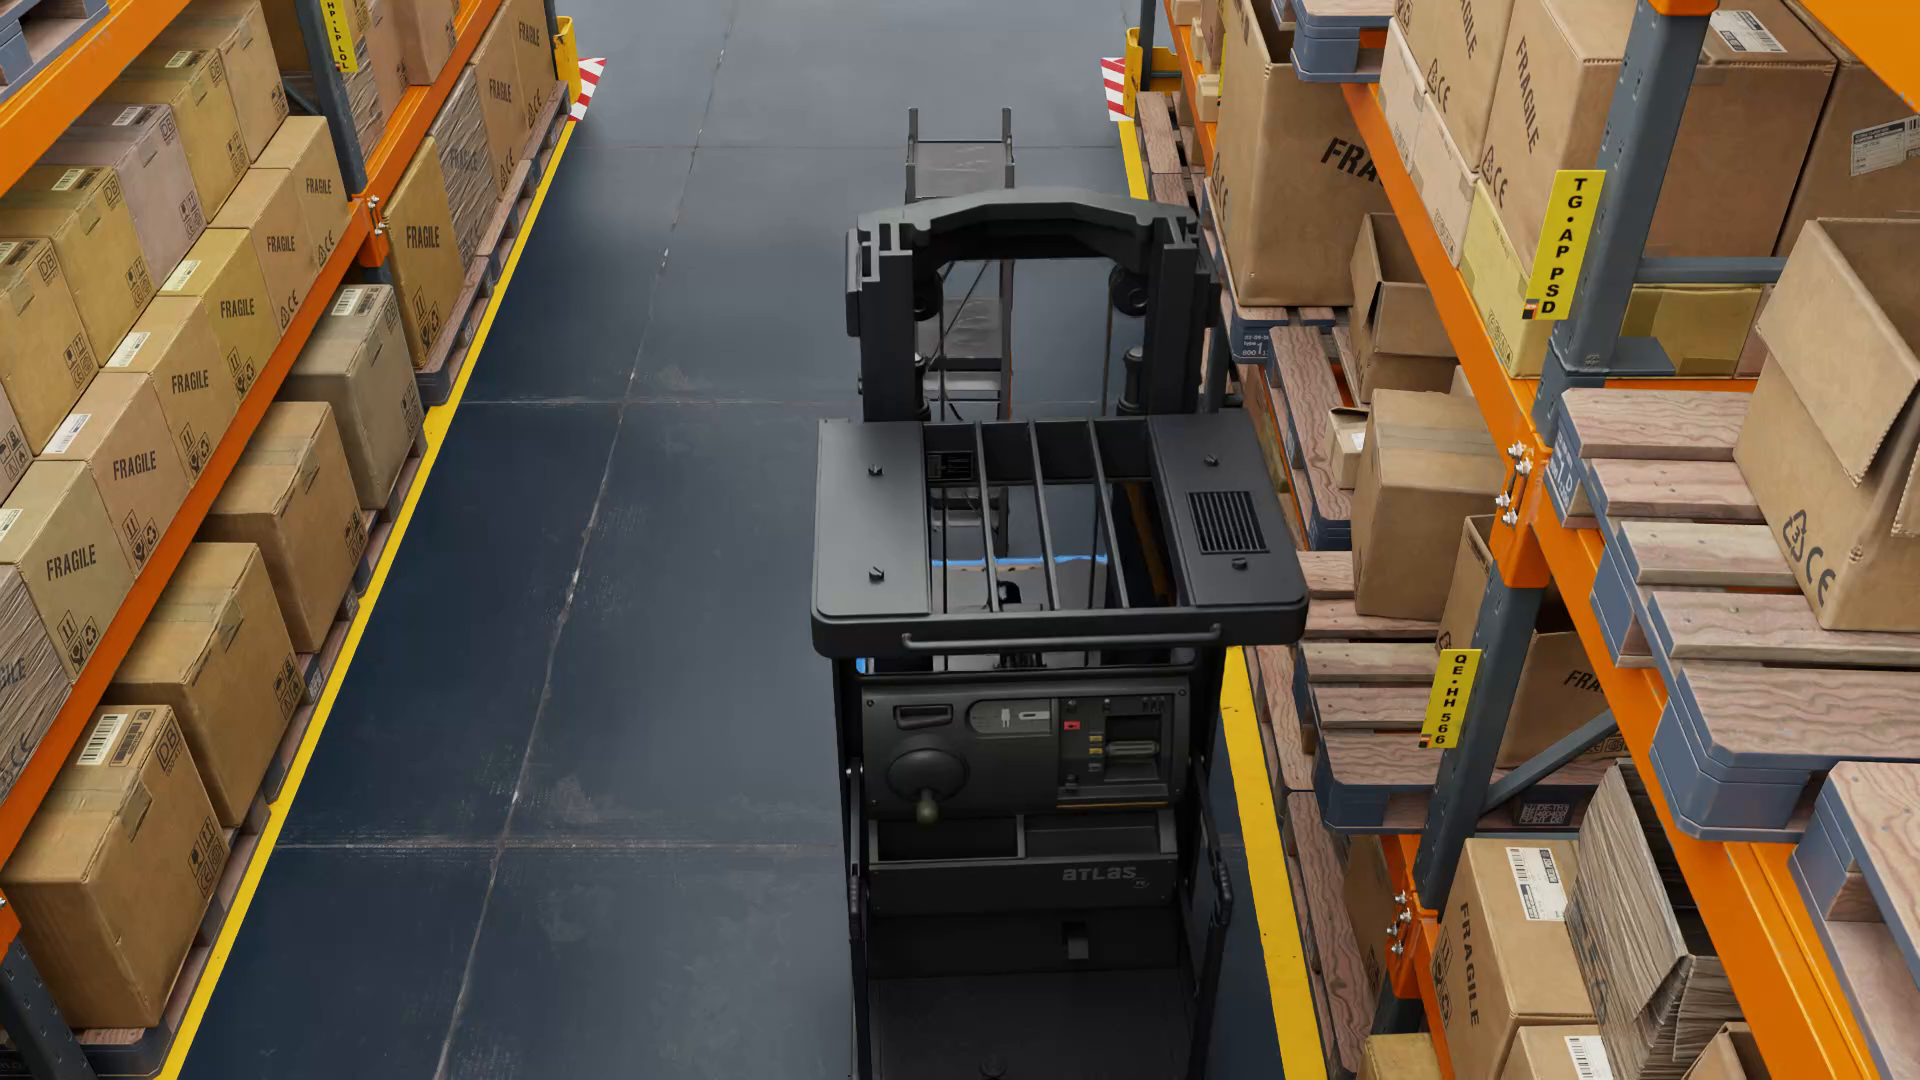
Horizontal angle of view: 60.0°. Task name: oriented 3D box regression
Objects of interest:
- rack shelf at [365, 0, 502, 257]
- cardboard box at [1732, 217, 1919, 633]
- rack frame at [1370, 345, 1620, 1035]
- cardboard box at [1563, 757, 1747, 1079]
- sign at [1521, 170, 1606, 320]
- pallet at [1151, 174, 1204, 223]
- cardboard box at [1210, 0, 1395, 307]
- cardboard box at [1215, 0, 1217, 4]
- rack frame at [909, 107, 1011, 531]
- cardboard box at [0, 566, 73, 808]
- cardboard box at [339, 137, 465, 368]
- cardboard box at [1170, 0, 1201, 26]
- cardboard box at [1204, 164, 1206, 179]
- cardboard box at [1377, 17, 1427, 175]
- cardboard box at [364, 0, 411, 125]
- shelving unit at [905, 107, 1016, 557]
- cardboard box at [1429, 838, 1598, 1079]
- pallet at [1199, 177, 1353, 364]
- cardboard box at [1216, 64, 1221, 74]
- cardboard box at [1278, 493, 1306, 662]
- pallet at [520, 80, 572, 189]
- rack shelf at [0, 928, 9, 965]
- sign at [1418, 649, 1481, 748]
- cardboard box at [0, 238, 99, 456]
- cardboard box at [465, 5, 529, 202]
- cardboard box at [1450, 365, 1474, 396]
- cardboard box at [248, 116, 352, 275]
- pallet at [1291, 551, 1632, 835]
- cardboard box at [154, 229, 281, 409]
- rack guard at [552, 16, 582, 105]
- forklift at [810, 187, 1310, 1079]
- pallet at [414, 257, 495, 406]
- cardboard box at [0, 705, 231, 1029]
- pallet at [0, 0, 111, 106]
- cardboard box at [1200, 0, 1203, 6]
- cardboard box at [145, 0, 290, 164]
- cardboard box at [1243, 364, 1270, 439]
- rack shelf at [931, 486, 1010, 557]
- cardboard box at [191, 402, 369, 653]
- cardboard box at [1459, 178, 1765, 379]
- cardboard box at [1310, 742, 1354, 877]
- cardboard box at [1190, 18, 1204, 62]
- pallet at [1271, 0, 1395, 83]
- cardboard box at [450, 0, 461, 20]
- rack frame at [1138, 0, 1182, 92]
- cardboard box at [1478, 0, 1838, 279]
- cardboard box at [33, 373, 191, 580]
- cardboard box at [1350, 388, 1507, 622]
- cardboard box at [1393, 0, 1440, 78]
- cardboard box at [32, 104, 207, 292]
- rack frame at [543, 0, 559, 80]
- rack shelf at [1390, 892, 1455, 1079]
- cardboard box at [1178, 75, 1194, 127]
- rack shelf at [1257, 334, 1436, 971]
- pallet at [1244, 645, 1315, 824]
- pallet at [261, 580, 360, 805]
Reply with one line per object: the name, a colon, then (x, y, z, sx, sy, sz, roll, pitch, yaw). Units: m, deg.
rack shelf: (-3.243, -2.731, 9.334, 1.077, 0.370, 4.000, 0, 39, 0)
cardboard box: (1.797, -0.193, 2.775, 0.797, 0.503, 0.637, 2, 39, 3)
rack frame: (1.724, 0.800, 4.353, 1.000, 3.000, 0.127, 0, 39, 0)
cardboard box: (1.709, 0.827, 3.437, 0.797, 0.503, 0.637, 1, 39, 1)
sign: (1.182, -0.573, 3.254, 0.100, 0.325, 0.005, 0, 39, 0)
pallet: (1.679, -1.798, 9.825, 1.003, 0.211, 1.213, 0, 39, 0)
cardboard box: (1.581, -1.602, 6.535, 1.000, 1.000, 1.000, 0, 39, 0)
cardboard box: (1.442, -2.840, 7.778, 0.500, 0.500, 0.500, 0, 39, 0)
rack frame: (0.000, -0.868, 7.155, 0.400, 2.100, 0.015, 0, 39, 0)
cardboard box: (-2.966, 0.420, 4.747, 0.500, 0.500, 0.500, 0, 39, 0)
cardboard box: (-3.171, -1.489, 8.573, 0.875, 0.875, 0.875, 1, 39, 1)
cardboard box: (1.382, -2.988, 9.281, 0.380, 0.149, 0.250, 0, 39, 0)
cardboard box: (1.716, -2.235, 9.804, 0.500, 0.500, 0.500, 3, 39, 4)
cardboard box: (1.467, -1.233, 4.612, 0.500, 0.250, 0.500, 1, 39, 1)
cardboard box: (-3.276, -2.394, 8.219, 0.875, 0.550, 0.550, 0, 39, 0)
shelving unit: (0.000, -0.716, 6.964, 0.431, 2.100, 0.503, 0, 39, 0)
cardboard box: (1.453, 1.065, 3.942, 0.500, 0.500, 0.500, 1, 39, 1)
pallet: (1.575, -1.148, 6.938, 1.003, 0.211, 1.213, 0, 39, 0)
cardboard box: (1.514, -2.363, 8.501, 0.380, 0.149, 0.250, 0, 39, 0)
cardboard box: (1.682, 0.135, 6.831, 0.700, 0.500, 0.500, -3, 39, -4)
pallet: (-3.166, -2.674, 10.918, 1.003, 0.211, 1.213, 0, 39, 0)
rack shelf: (-3.233, 2.272, 3.092, 1.077, 0.370, 4.000, 0, 39, 0)
sign: (1.182, 0.385, 4.008, 0.100, 0.325, 0.005, 0, 39, 0)
cardboard box: (-3.231, -0.607, 5.229, 0.700, 0.500, 0.500, -1, 39, -1)
cardboard box: (-3.175, -2.623, 9.988, 0.875, 0.875, 0.875, -1, 39, -1)
cardboard box: (1.952, -0.354, 5.577, 0.500, 0.250, 0.500, -1, 39, -1)
cardboard box: (-2.972, -1.474, 7.111, 0.500, 0.500, 0.500, 0, 39, 0)
pallet: (1.617, 0.429, 4.969, 1.213, 0.211, 1.003, 0, 39, 0)
cardboard box: (-2.971, -0.842, 6.322, 0.500, 0.500, 0.500, 0, 39, 0)
rack guard: (-3.245, -3.302, 11.471, 1.175, 0.500, 0.348, 0, 39, 0)
forklift: (0.201, 0.674, 4.565, 1.130, 2.935, 3.031, -2, 39, -2)
pallet: (-3.163, -1.148, 9.014, 1.003, 0.211, 1.213, 0, 39, 0)
cardboard box: (-3.146, 1.074, 5.475, 1.050, 0.750, 0.750, -1, 39, -1)
pallet: (-3.294, -1.458, 4.923, 1.003, 0.211, 1.213, 2, 39, 2)
cardboard box: (1.755, -3.076, 8.872, 0.875, 0.500, 0.500, 0, 39, 0)
cardboard box: (-3.234, -1.880, 6.817, 0.700, 0.500, 0.500, -1, 39, -1)
cardboard box: (1.699, -0.514, 7.639, 0.700, 0.500, 0.500, -3, 39, -4)
rack shelf: (0.000, -0.159, 7.410, 0.431, 0.518, 0.480, 0, 39, 0)
cardboard box: (-3.152, -0.056, 6.884, 1.050, 0.750, 0.750, 0, 39, 0)
cardboard box: (1.478, -0.609, 3.833, 0.500, 0.250, 0.500, 0, 39, 0)
cardboard box: (1.690, 0.838, 5.953, 0.700, 0.500, 0.500, -3, 39, -4)
cardboard box: (1.438, -2.676, 8.891, 0.380, 0.149, 0.250, 0, 39, 0)
pallet: (1.618, -1.764, 5.304, 1.213, 0.211, 1.003, 0, 39, 0)
cardboard box: (-3.260, -3.063, 9.054, 0.875, 0.550, 0.500, 0, 39, 0)
rack frame: (1.715, -4.203, 10.596, 1.000, 3.000, 0.127, 0, 39, 0)
cardboard box: (1.474, -0.903, 3.599, 0.500, 0.500, 0.500, 1, 39, 1)
cardboard box: (-2.970, -0.213, 5.537, 0.500, 0.500, 0.500, 0, 39, 0)
cardboard box: (1.583, -0.090, 5.047, 0.700, 0.500, 0.500, 5, 39, 7)
cardboard box: (1.477, -1.533, 4.386, 0.500, 0.500, 0.500, 1, 39, 1)
cardboard box: (-3.231, -1.242, 6.022, 0.700, 0.500, 0.500, 0, 39, 0)
rack frame: (-3.245, -4.262, 10.670, 1.000, 3.000, 0.127, 0, 39, 0)
rack shelf: (1.727, 2.331, 3.017, 1.077, 0.370, 4.000, 0, 39, 0)
cardboard box: (1.699, -3.001, 10.759, 0.500, 0.500, 0.500, 7, 39, 8)
rack shelf: (1.722, -0.170, 6.139, 1.077, 0.370, 4.000, 0, 39, 0)
pallet: (1.726, 0.639, 6.784, 1.003, 0.211, 1.213, 0, 39, 0)
pallet: (-3.160, 0.574, 6.864, 1.003, 0.211, 1.213, 0, 39, 0)
